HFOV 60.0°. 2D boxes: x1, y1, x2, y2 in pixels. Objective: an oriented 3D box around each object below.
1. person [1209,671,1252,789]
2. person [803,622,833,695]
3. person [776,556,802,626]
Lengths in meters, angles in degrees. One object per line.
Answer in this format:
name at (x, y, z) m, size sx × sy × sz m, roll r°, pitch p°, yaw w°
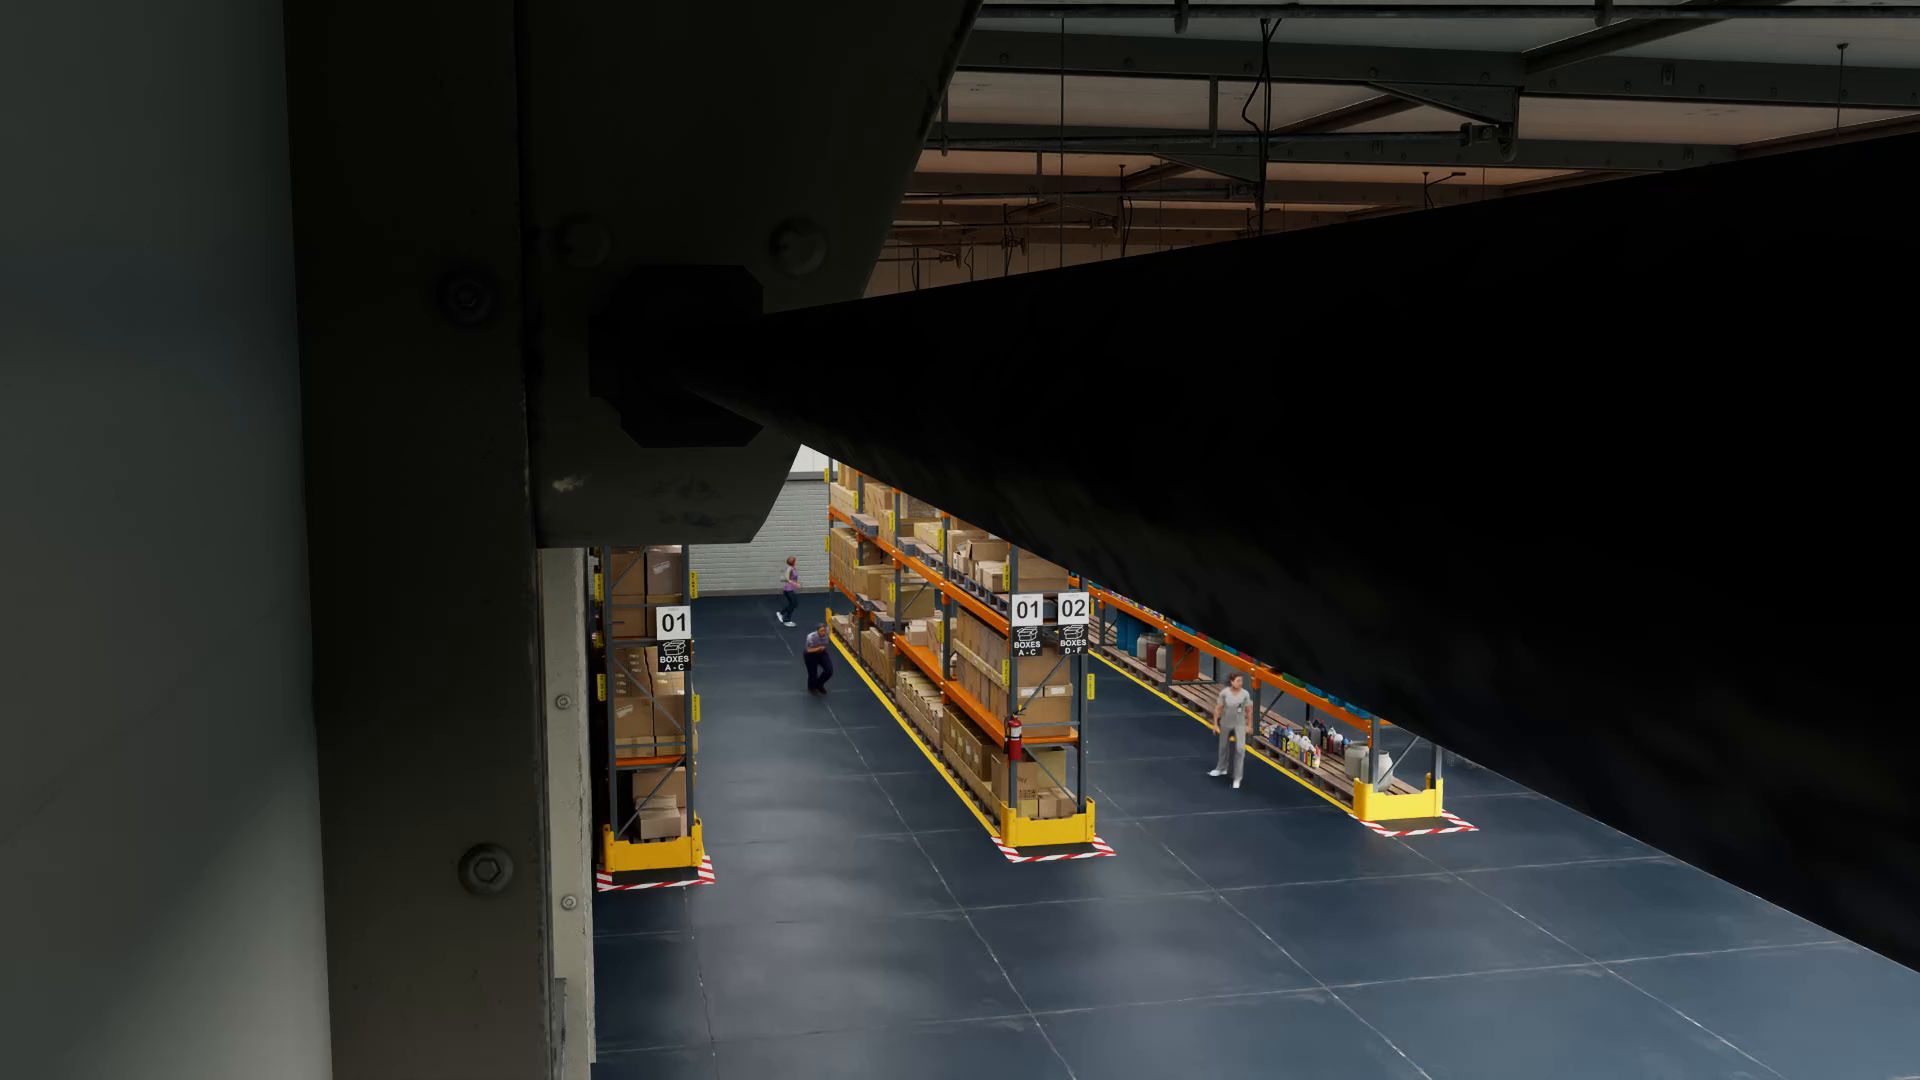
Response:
person at (3.887, 2.679, 23.905) m, size 0.617 × 1.628 × 0.828 m, roll 2°, pitch 7°, yaw 14°
person at (-2.550, 2.122, 29.784) m, size 0.606 × 1.386 × 0.989 m, roll -4°, pitch 8°, yaw -30°
person at (-3.832, 1.137, 37.341) m, size 0.592 × 1.560 × 0.628 m, roll 0°, pitch 7°, yaw -1°
